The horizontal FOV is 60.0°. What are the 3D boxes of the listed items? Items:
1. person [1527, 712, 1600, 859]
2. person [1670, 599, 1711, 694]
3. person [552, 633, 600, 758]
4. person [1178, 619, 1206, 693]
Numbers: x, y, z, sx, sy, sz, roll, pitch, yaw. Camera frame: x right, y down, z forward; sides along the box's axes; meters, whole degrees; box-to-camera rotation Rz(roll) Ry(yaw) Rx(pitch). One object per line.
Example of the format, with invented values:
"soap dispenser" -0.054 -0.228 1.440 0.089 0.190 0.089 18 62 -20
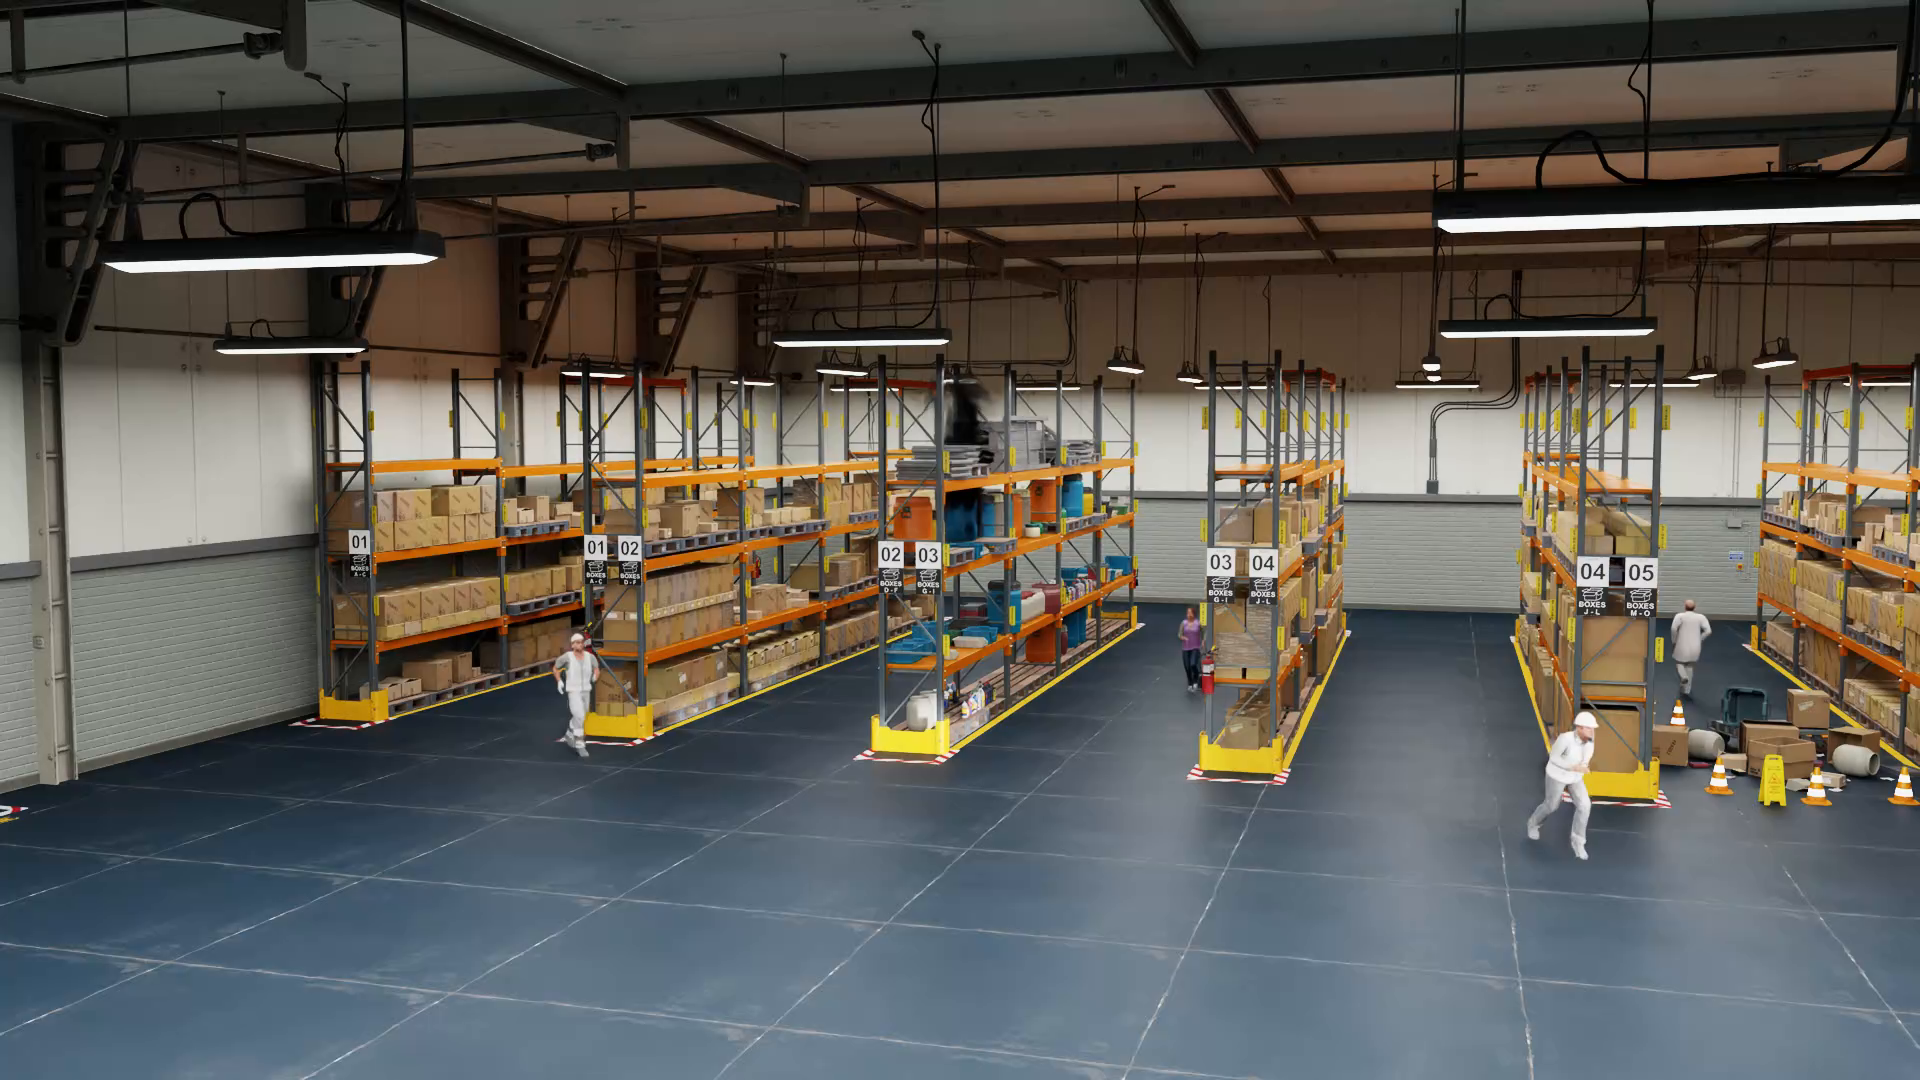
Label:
"person" 7.027 2.805 19.364 0.701 1.733 1.038 -2 4 -23
"person" 13.356 1.959 30.444 0.718 1.740 0.638 1 4 10
"person" -5.735 2.299 24.988 0.650 1.814 0.891 -4 5 -41
"person" 4.258 2.128 30.552 0.511 1.349 0.574 2 4 20
